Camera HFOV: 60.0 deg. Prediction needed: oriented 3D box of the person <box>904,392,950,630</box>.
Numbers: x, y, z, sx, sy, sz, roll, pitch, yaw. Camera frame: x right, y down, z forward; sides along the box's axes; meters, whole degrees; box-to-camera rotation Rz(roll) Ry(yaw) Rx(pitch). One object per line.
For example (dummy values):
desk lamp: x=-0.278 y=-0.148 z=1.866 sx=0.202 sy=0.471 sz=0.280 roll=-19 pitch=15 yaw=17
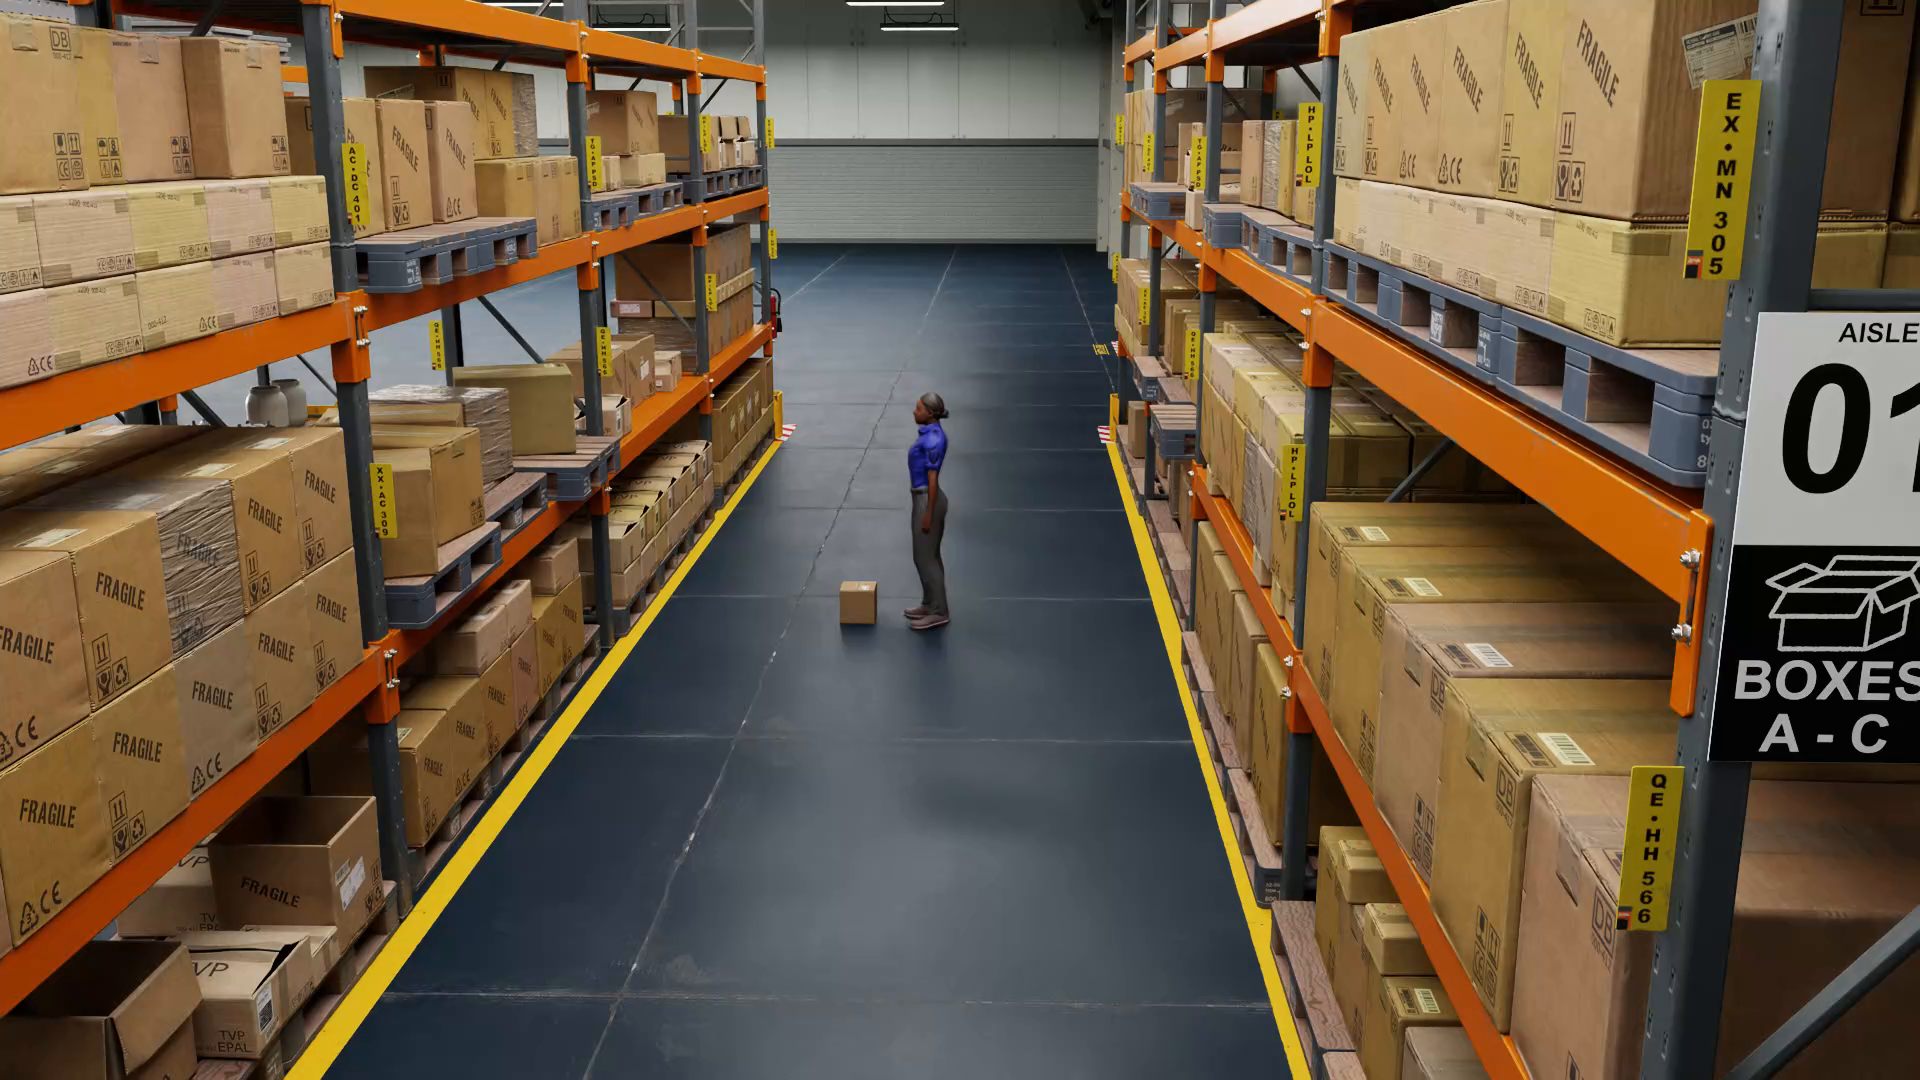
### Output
person: x=-0.241 y=-0.223 z=11.880 sx=0.349 sy=1.669 sz=0.501 roll=0 pitch=14 yaw=1
